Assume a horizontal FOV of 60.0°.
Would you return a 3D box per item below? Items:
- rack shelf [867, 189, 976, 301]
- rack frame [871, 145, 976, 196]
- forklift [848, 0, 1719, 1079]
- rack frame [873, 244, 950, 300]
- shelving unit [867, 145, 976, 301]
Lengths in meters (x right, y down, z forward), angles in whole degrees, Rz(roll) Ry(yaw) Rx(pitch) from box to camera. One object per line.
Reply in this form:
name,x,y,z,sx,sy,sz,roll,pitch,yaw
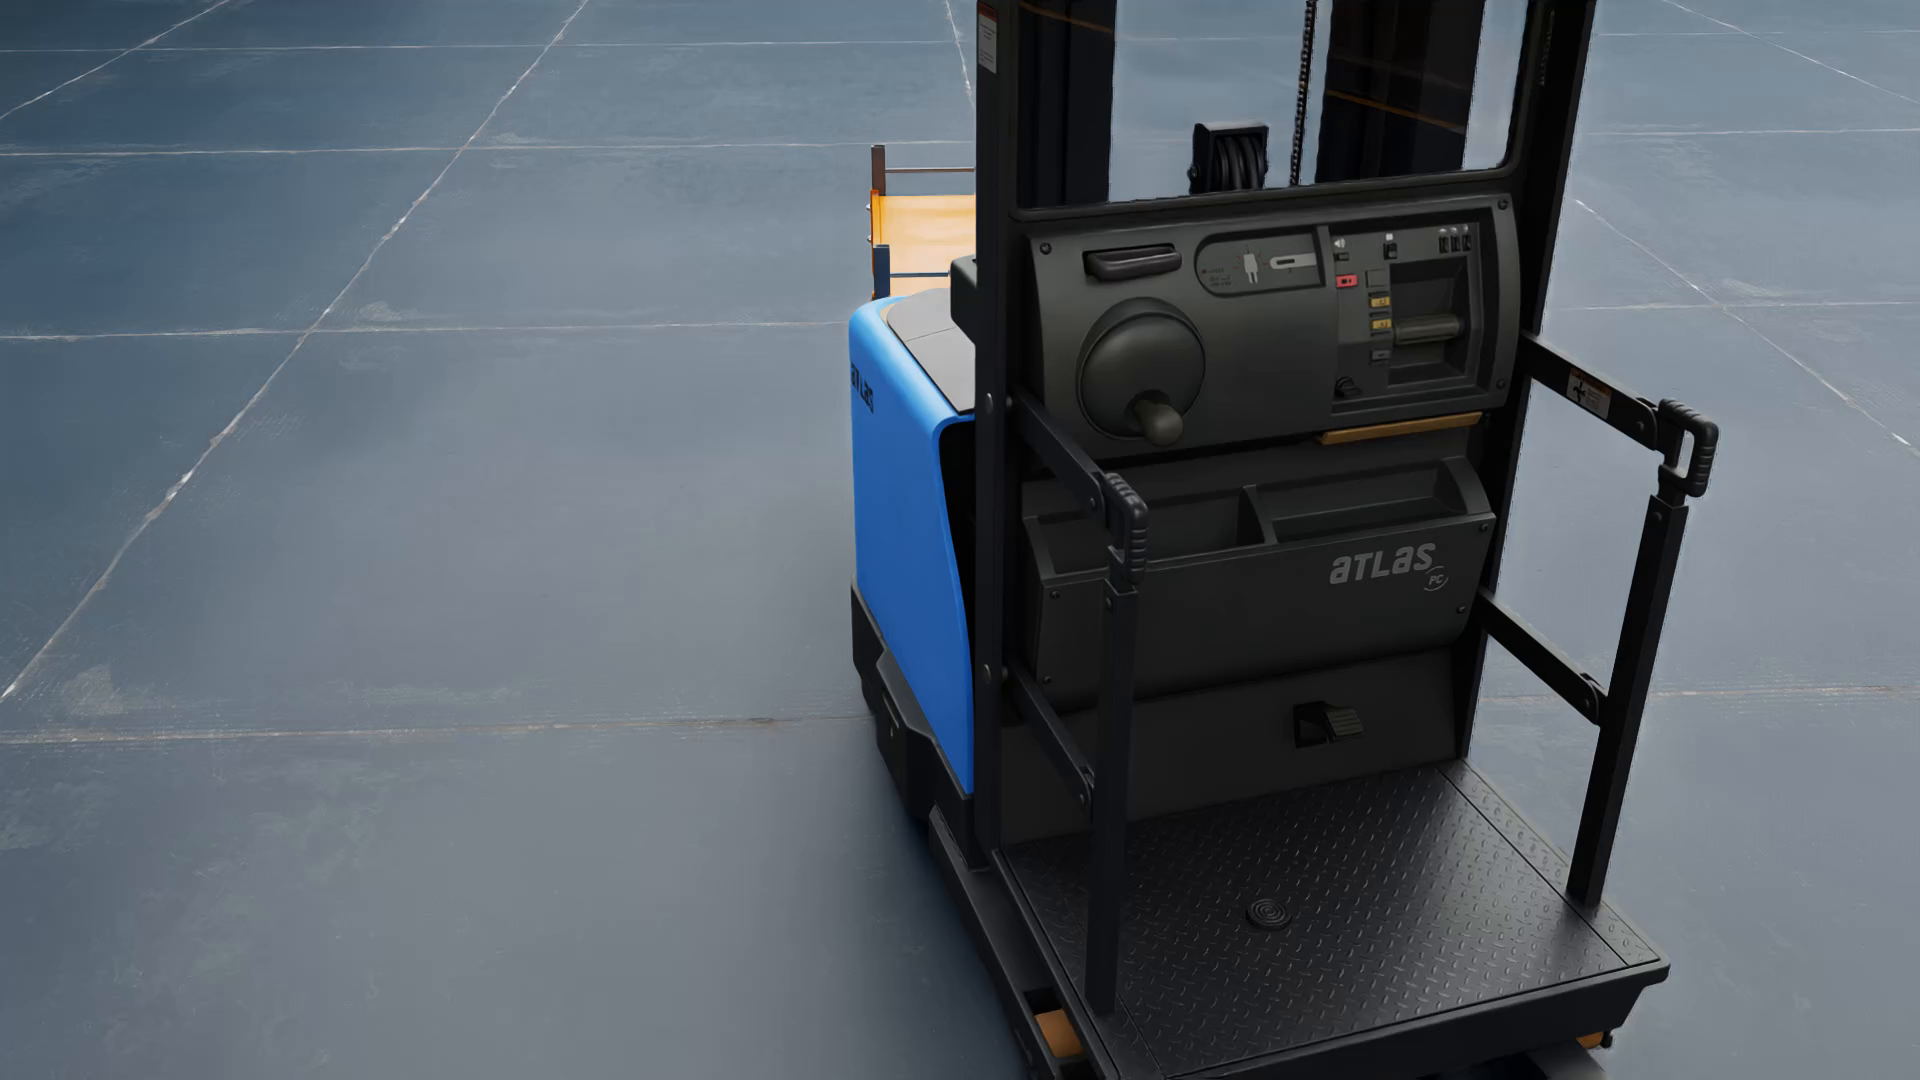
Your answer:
rack shelf,0.000,-0.755,4.849,0.538,0.278,1.000,-1,28,-3
rack frame,-0.026,-0.730,5.434,0.500,1.125,0.032,-1,28,-3
forklift,0.637,-0.351,2.754,1.130,2.935,3.031,-8,29,-15
rack frame,0.027,-0.261,4.534,0.500,1.125,0.032,-1,28,-3
shelving unit,0.000,-0.496,4.984,0.538,1.125,1.048,-1,28,-3
